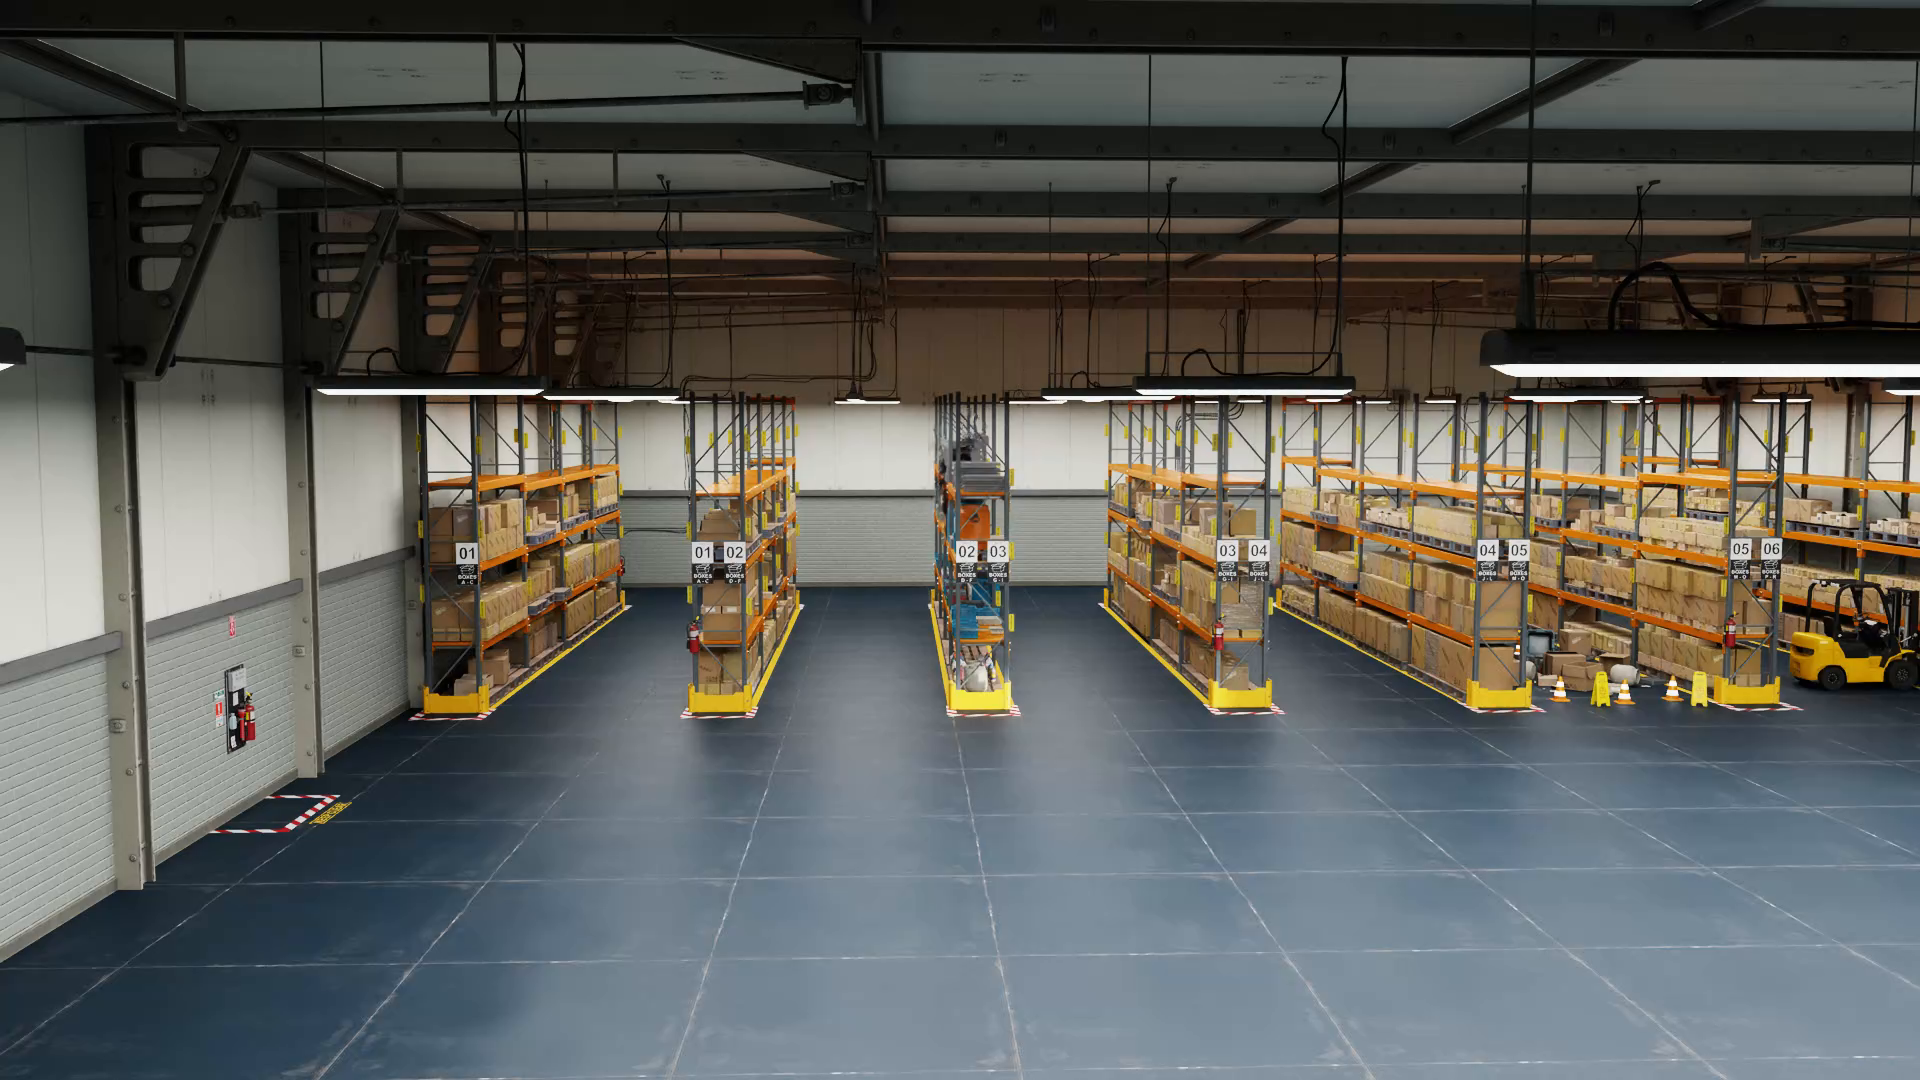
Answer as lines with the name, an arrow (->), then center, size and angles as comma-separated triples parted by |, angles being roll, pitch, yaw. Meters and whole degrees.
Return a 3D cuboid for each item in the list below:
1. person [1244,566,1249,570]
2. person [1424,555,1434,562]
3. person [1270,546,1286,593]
person -> 8.022, 1.244, 45.480 | 0.685, 1.705, 0.687 | 1, 5, 8
person -> 13.902, 0.983, 49.296 | 0.634, 1.582, 0.554 | 0, 5, 1
person -> 9.403, 0.996, 48.817 | 0.630, 1.653, 0.587 | -2, 5, -20
